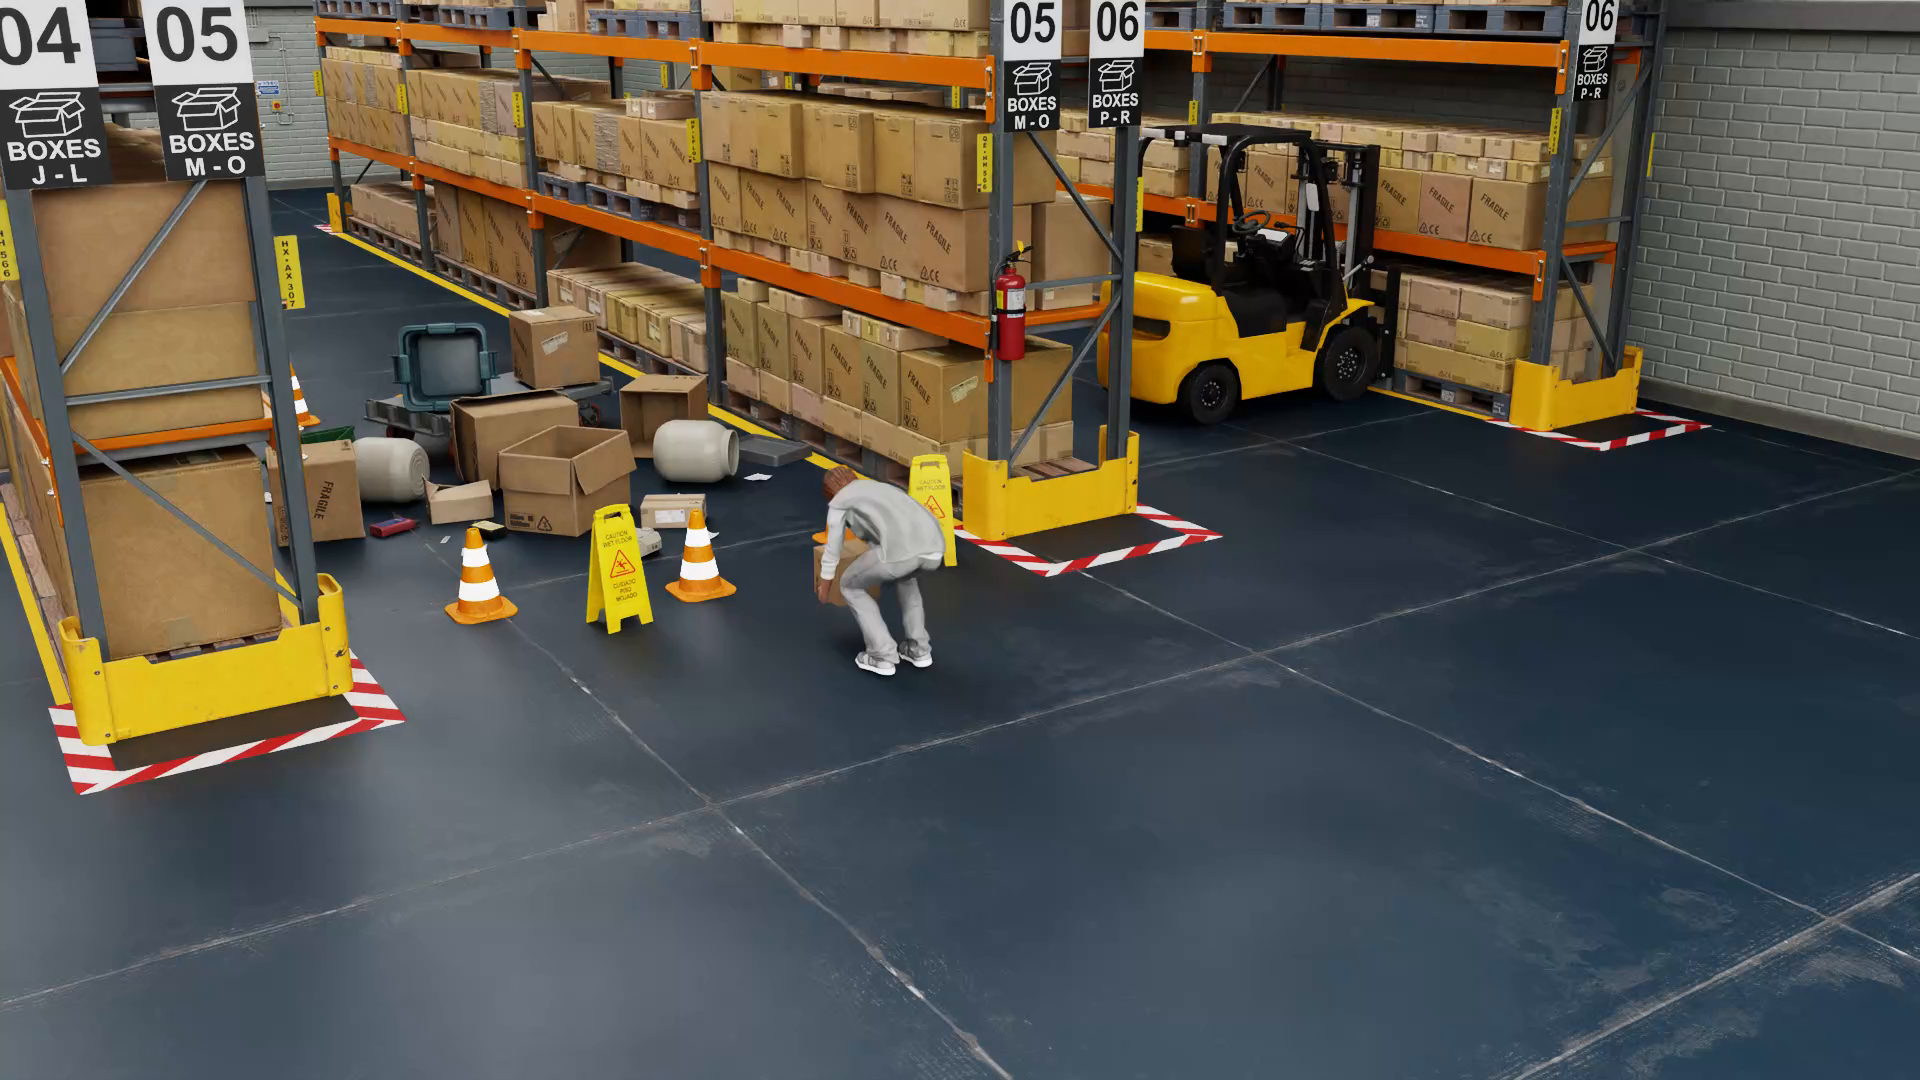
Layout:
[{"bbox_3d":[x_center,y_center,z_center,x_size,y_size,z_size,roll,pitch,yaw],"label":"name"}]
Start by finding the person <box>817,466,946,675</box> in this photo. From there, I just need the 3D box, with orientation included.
[{"bbox_3d":[-0.407,0.152,8.204,0.431,0.912,0.862,-13,22,-34],"label":"person"}]
